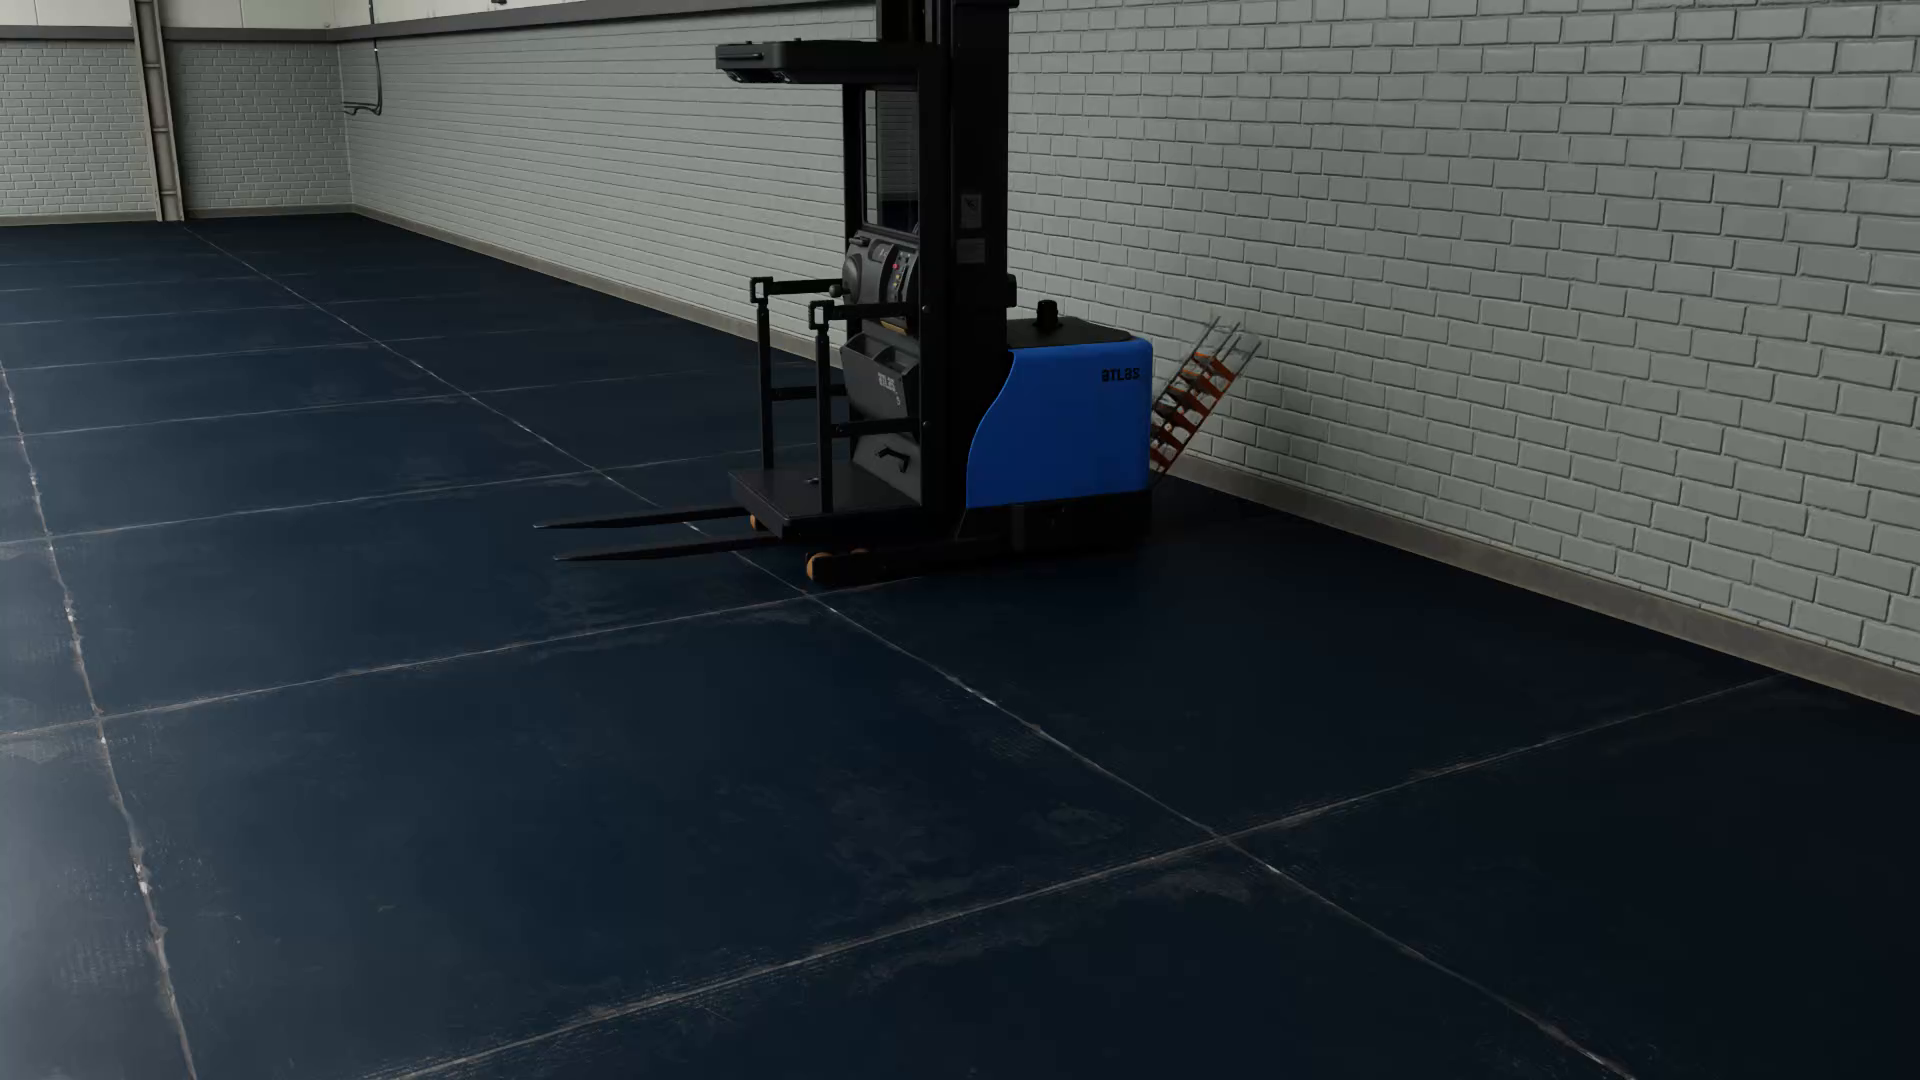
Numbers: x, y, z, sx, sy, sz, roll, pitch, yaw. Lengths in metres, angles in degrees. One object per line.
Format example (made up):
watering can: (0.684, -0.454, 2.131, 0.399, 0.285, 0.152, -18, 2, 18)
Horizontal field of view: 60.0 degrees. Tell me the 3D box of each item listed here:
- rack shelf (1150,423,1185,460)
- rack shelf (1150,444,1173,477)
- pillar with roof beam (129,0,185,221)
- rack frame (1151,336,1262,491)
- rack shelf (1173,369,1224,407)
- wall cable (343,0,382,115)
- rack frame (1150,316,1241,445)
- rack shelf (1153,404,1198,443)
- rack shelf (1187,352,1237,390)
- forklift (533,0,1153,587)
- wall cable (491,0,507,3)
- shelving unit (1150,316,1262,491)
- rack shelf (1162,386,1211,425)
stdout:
rack shelf: (1.112, -0.565, 9.292, 0.180, 0.103, 0.258, 37, -1, -26)
rack shelf: (1.041, -0.468, 9.290, 0.180, 0.103, 0.258, 37, -1, -26)
pillar with roof beam: (-11.015, -8.700, 23.112, 0.400, 9.000, 9.100, -9, 18, -30)
rack frame: (1.275, -0.648, 9.335, 0.006, 1.200, 0.240, 37, -1, -26)
rack shelf: (1.326, -0.854, 9.298, 0.180, 0.103, 0.258, 37, -1, -26)
wall cable: (-10.026, -8.304, 27.454, 0.112, 2.526, 3.097, -9, 18, -30)
rack frame: (1.144, -0.746, 9.254, 0.006, 1.200, 0.240, 37, -1, -26)
rack shelf: (1.184, -0.661, 9.294, 0.180, 0.103, 0.258, 37, -1, -26)
rack shelf: (1.398, -0.951, 9.300, 0.180, 0.103, 0.258, 37, -1, -26)
forklift: (-0.579, -1.347, 8.122, 3.031, 2.935, 1.130, -6, 17, -22)
wall cable: (-5.151, -9.238, 18.733, 0.169, 6.003, 2.305, -9, 18, -30)
shelving unit: (1.210, -0.697, 9.295, 0.189, 1.200, 0.258, 37, -1, -26)
rack shelf: (1.255, -0.758, 9.296, 0.180, 0.103, 0.258, 37, -1, -26)
